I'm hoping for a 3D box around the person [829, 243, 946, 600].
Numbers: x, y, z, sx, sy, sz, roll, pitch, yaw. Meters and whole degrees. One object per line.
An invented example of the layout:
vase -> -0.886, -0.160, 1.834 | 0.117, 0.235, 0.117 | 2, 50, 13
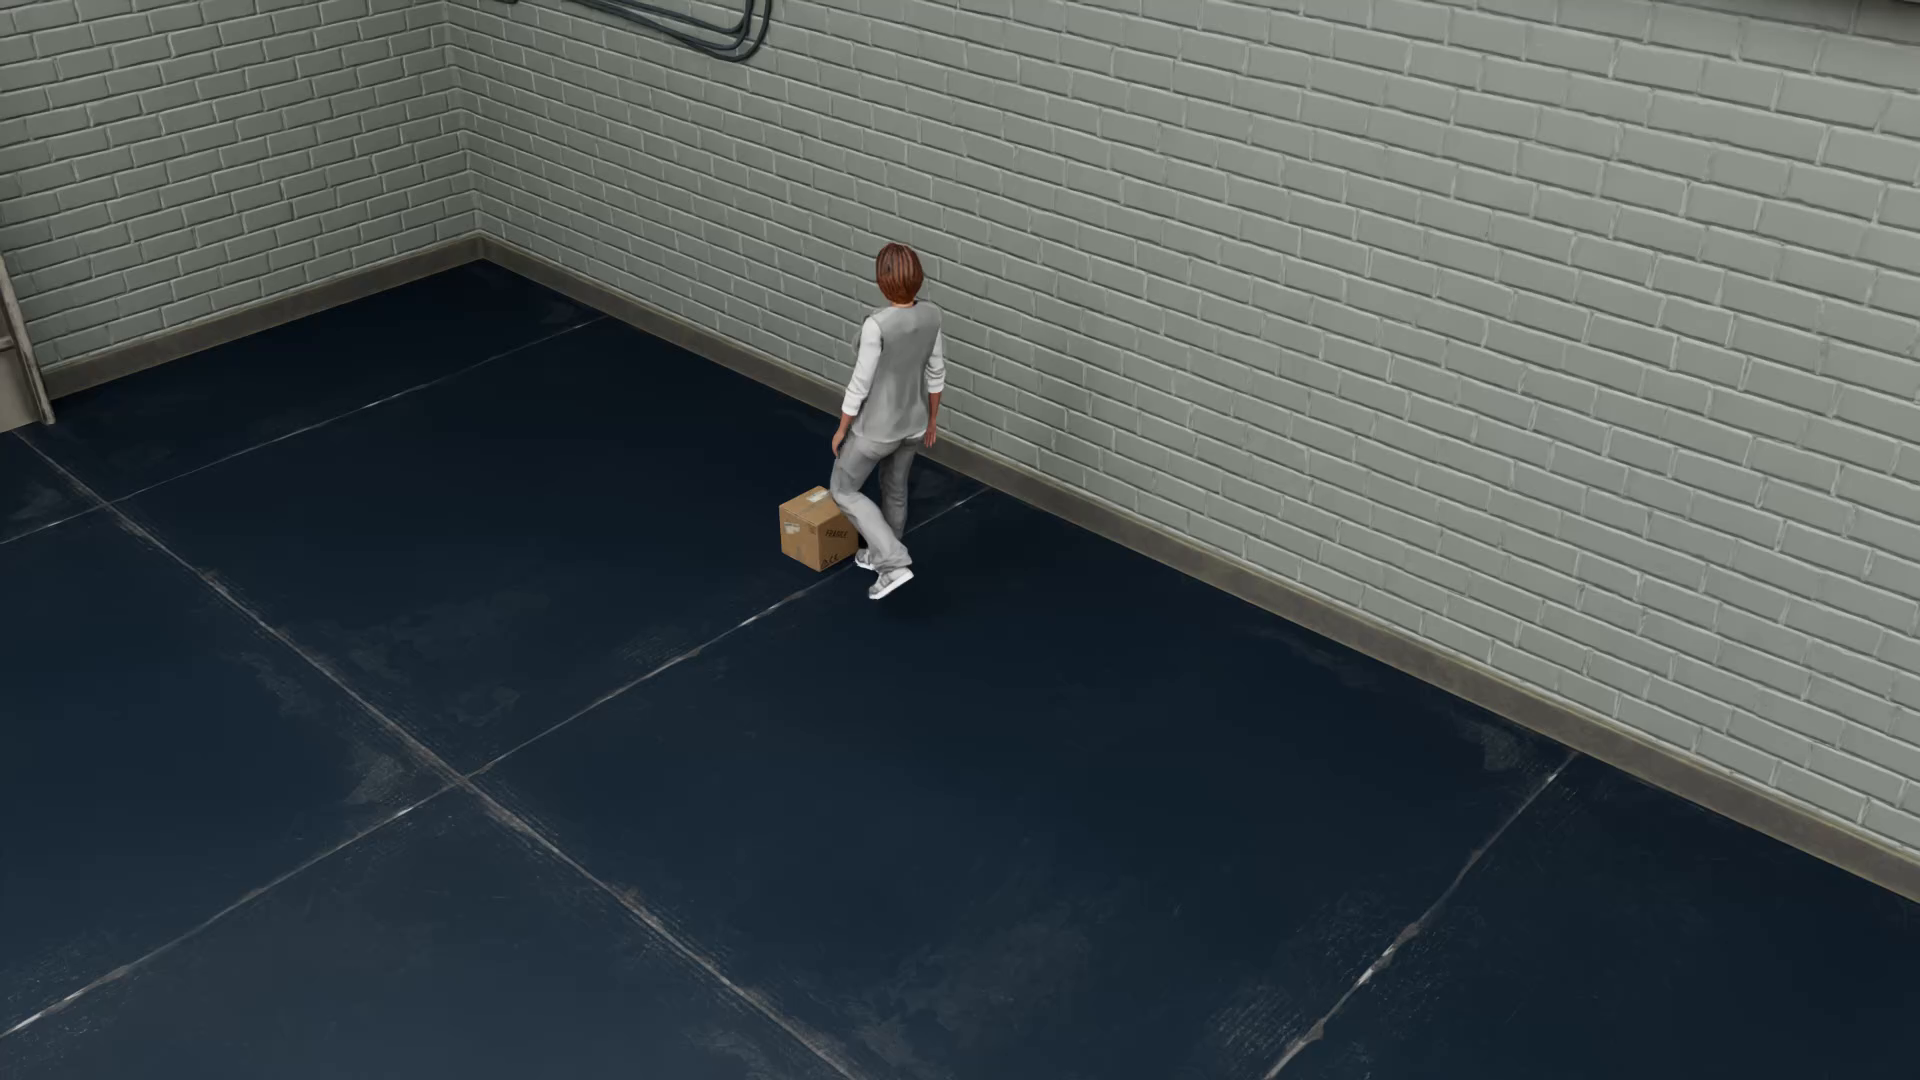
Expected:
person -> -0.309, -0.466, 6.890 | 0.467, 1.608, 0.599 | -26, 40, -35
